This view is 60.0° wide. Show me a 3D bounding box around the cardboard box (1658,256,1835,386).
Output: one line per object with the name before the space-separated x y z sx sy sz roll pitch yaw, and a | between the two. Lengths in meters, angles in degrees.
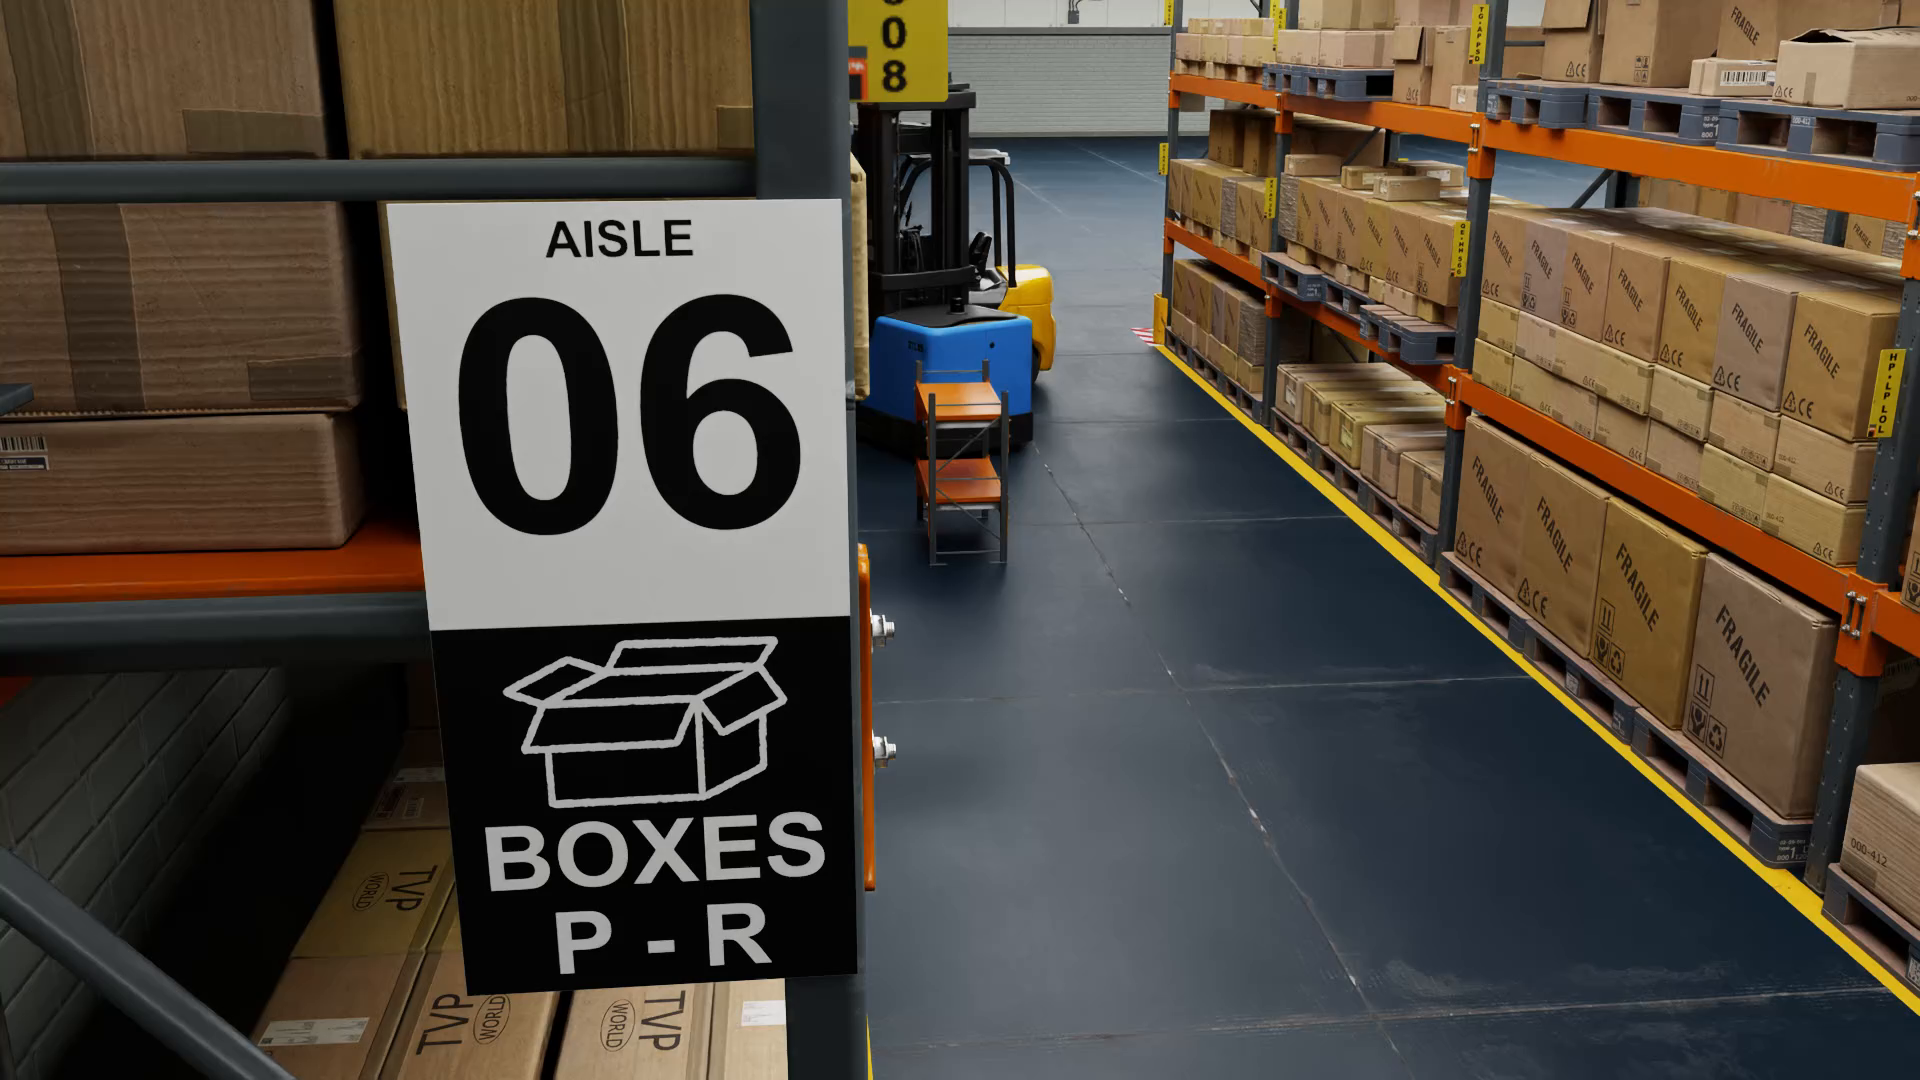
cardboard box | 3.534 -0.995 7.502 0.500 0.500 0.500 -1 17 -4

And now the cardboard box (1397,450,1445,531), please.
cardboard box | 3.463 -0.346 10.958 0.950 0.372 0.625 -3 18 -9

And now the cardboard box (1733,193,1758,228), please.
cardboard box | 7.944 -3.114 15.839 0.875 0.550 0.550 -2 18 -6

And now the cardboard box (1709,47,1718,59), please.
cardboard box | 4.001 -2.399 8.325 0.396 0.266 0.258 -2 18 -7

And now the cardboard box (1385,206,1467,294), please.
cardboard box | 3.123 -1.901 10.861 0.500 0.500 0.500 -2 18 -7

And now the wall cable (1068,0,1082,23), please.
wall cable | 4.286 -17.855 47.347 2.305 6.003 0.169 -2 18 -6

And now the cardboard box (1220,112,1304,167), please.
cardboard box | 3.000 -3.985 16.528 0.700 0.500 0.500 -2 18 -5

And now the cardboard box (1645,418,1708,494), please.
cardboard box | 3.542 -0.396 7.681 0.500 0.250 0.500 -2 18 -7

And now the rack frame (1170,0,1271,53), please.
rack frame | 2.686 -6.477 16.783 1.000 3.000 0.127 -2 18 -6

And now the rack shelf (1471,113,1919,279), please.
rack shelf | 3.717 -1.723 7.850 1.077 0.370 4.000 -2 18 -6

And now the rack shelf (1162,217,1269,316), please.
rack shelf | 2.892 -2.675 15.892 1.077 0.370 4.000 -2 18 -6

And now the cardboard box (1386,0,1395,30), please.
cardboard box | 3.285 -4.052 12.784 0.500 0.250 0.500 -1 17 -4

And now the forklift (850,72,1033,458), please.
forklift | -0.672 -2.421 13.994 1.130 2.935 3.031 -12 21 -34

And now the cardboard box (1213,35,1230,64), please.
cardboard box | 2.626 -4.501 15.252 0.500 0.250 0.500 -1 17 -4

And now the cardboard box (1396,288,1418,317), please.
cardboard box | 3.073 -1.553 10.834 0.380 0.149 0.250 -2 18 -6

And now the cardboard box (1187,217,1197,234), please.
cardboard box | 2.482 -3.154 16.633 0.380 0.149 0.250 -2 17 -5

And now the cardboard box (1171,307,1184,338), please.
cardboard box | 2.494 -2.254 17.238 0.500 0.250 0.500 -2 18 -6

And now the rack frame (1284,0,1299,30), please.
rack frame | 3.098 -5.285 12.987 1.000 3.000 0.127 -2 18 -6

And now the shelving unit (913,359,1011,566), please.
shelving unit | 0.001 -0.535 11.002 0.538 1.125 1.048 -2 18 -6

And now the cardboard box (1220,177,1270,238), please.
cardboard box | 2.687 -3.045 15.203 0.500 0.500 0.500 -1 17 -4

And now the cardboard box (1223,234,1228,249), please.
cardboard box | 2.657 -2.769 15.408 0.380 0.149 0.250 -2 18 -7

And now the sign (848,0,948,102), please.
sign | -0.061 -0.558 1.479 0.100 0.325 0.005 -2 18 -6

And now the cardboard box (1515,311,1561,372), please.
cardboard box | 3.370 -1.085 9.042 0.500 0.250 0.500 -1 17 -4

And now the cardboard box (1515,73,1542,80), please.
cardboard box | 3.621 -2.773 10.219 0.396 0.266 0.258 -2 18 -6

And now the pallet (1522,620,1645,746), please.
pallet | 3.640 0.699 8.597 1.003 0.211 1.213 -2 18 -6

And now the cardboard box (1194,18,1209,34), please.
cardboard box | 2.478 -4.966 16.067 0.380 0.149 0.250 -2 18 -6

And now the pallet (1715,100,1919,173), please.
pallet | 3.780 -1.651 6.738 0.805 0.209 1.217 -2 18 -8

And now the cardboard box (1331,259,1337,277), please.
cardboard box | 2.972 -2.020 12.323 0.380 0.149 0.250 -2 18 -5

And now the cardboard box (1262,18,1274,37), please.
cardboard box | 2.745 -4.277 13.873 0.380 0.149 0.250 -2 18 -7

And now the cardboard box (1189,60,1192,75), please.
cardboard box | 2.513 -4.741 16.683 0.380 0.149 0.250 -2 18 -7

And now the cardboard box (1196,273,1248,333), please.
cardboard box | 2.599 -2.299 16.131 0.500 0.500 0.500 -1 17 -5

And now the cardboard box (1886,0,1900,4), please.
cardboard box | 8.285 -4.740 14.481 0.380 0.149 0.250 -2 18 -6

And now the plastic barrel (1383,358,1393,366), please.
plastic barrel | 4.405 -1.817 16.257 0.512 0.421 0.421 11 21 32

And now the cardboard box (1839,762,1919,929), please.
cardboard box | 3.881 1.173 6.008 0.875 0.438 0.875 -2 18 -6

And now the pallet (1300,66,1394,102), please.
pallet | 3.166 -3.268 11.884 1.213 0.211 1.003 -2 18 -6

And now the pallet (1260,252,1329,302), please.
pallet | 3.032 -2.099 13.175 1.003 0.211 1.213 -2 18 -6

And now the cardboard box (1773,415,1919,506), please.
cardboard box | 3.636 -0.330 6.636 0.500 0.250 0.500 -2 18 -6

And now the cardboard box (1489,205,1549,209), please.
cardboard box | 3.634 -1.917 10.911 0.500 0.500 0.500 -1 17 -3

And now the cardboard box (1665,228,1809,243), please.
cardboard box | 3.930 -1.309 8.502 0.500 0.500 0.500 -2 18 -6

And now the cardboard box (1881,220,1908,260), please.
cardboard box | 7.851 -2.338 13.449 0.500 0.500 0.500 -2 18 -5

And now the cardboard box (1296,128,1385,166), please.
cardboard box | 3.269 -3.227 14.115 0.700 0.500 0.500 -2 18 -6

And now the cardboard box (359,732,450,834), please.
cardboard box | -1.064 0.651 3.850 0.500 0.250 0.500 -2 18 -6

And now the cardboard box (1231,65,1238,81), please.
cardboard box | 2.698 -4.282 15.220 0.380 0.149 0.250 -2 18 -6

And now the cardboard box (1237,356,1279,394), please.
cardboard box | 2.770 -1.479 14.769 0.500 0.250 0.500 -1 17 -3

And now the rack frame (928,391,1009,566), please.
rack frame | 0.053 -0.383 10.520 0.500 1.125 0.032 -2 18 -6

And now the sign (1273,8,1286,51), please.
sign | 2.559 -4.081 13.298 0.100 0.325 0.005 -2 18 -6

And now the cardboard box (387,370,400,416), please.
cardboard box | -1.002 -0.244 2.359 0.380 0.149 0.250 -1 17 -4

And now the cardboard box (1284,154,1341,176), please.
cardboard box | 2.795 -2.971 13.185 0.380 0.149 0.250 -2 18 -6

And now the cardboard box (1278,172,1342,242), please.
cardboard box | 2.861 -2.664 13.290 0.500 0.500 0.500 -1 17 -4
